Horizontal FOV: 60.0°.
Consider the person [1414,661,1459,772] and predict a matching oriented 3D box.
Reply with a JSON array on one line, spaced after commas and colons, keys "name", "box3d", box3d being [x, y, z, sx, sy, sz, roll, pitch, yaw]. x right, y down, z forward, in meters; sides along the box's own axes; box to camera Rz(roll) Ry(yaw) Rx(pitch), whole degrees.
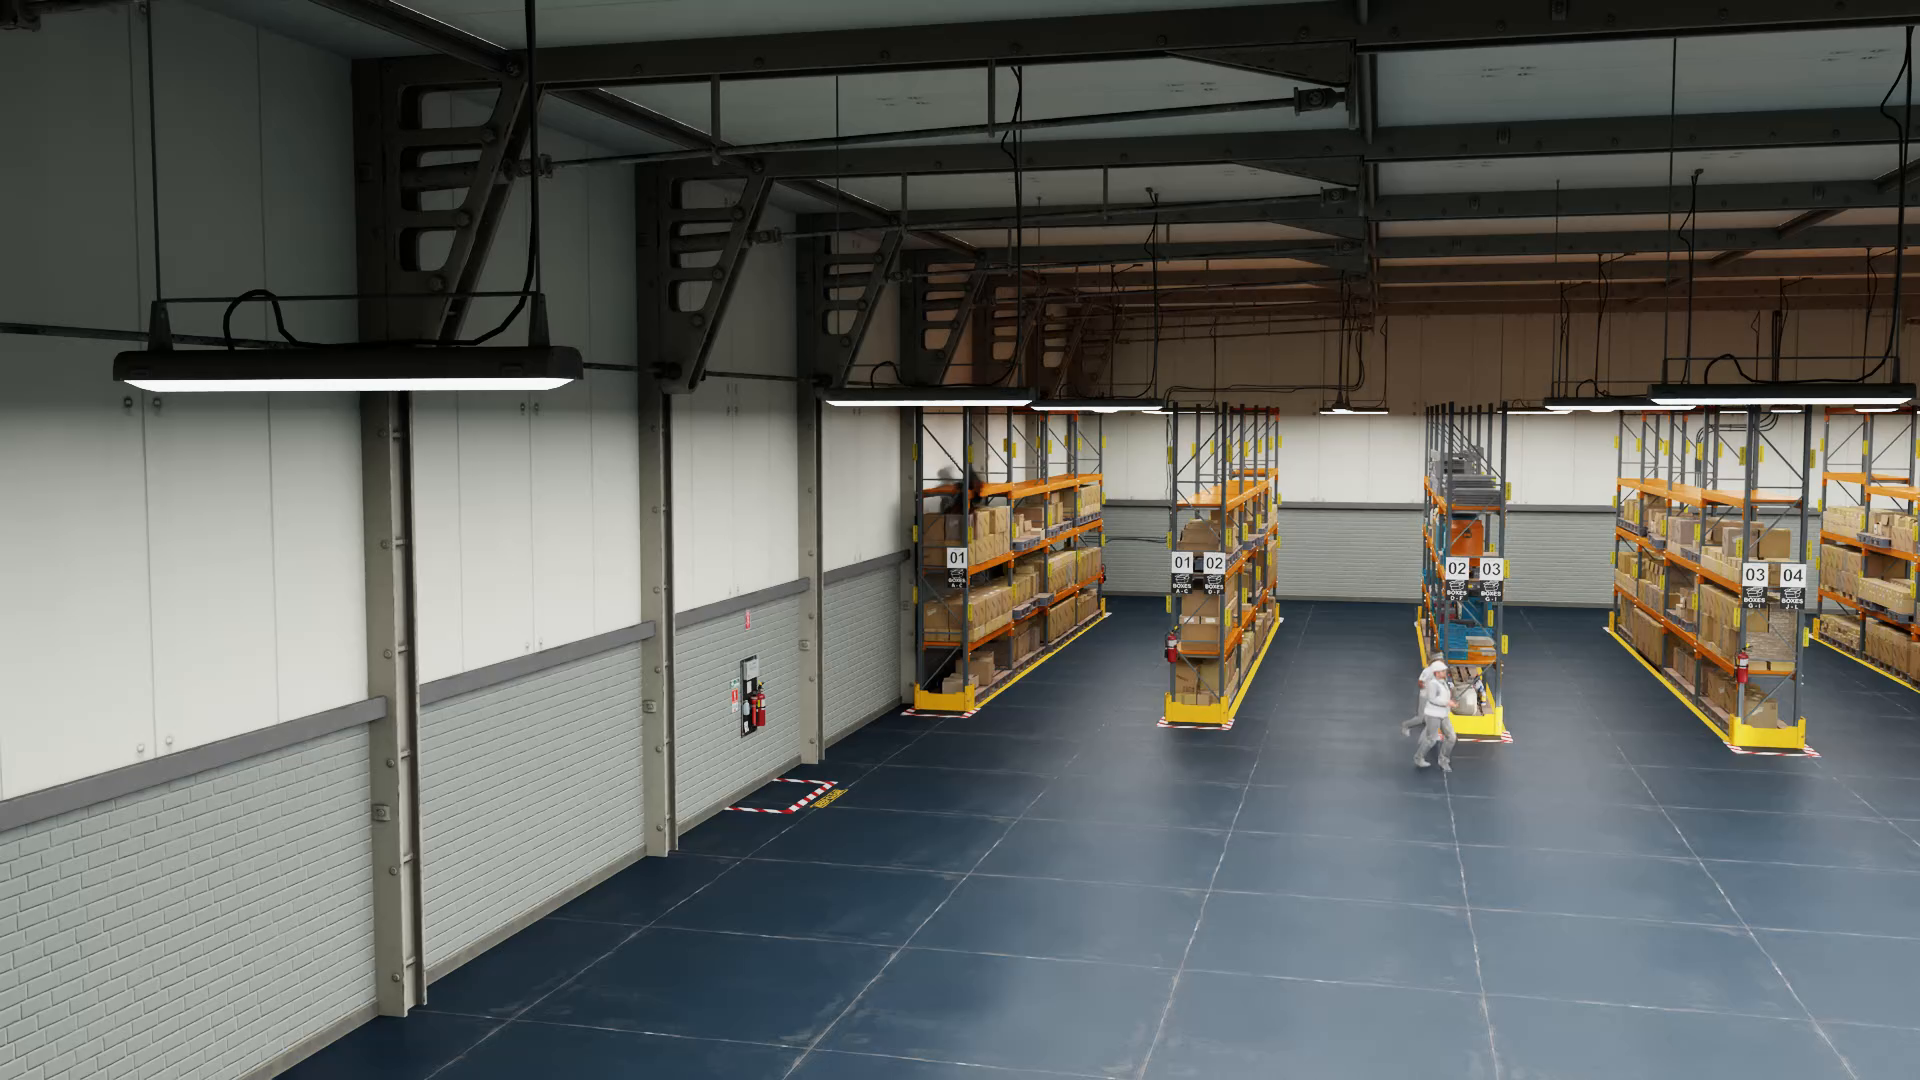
[{"name": "person", "box3d": [7.725, 2.874, 26.867, 0.748, 1.850, 0.675, 4, 6, 41]}]

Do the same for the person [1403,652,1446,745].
[{"name": "person", "box3d": [8.226, 2.768, 29.190, 0.637, 1.625, 0.741, -2, 5, -23]}]

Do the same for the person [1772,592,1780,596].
[{"name": "person", "box3d": [20.913, 1.719, 43.178, 0.643, 1.623, 0.658, 3, 5, 36]}]
